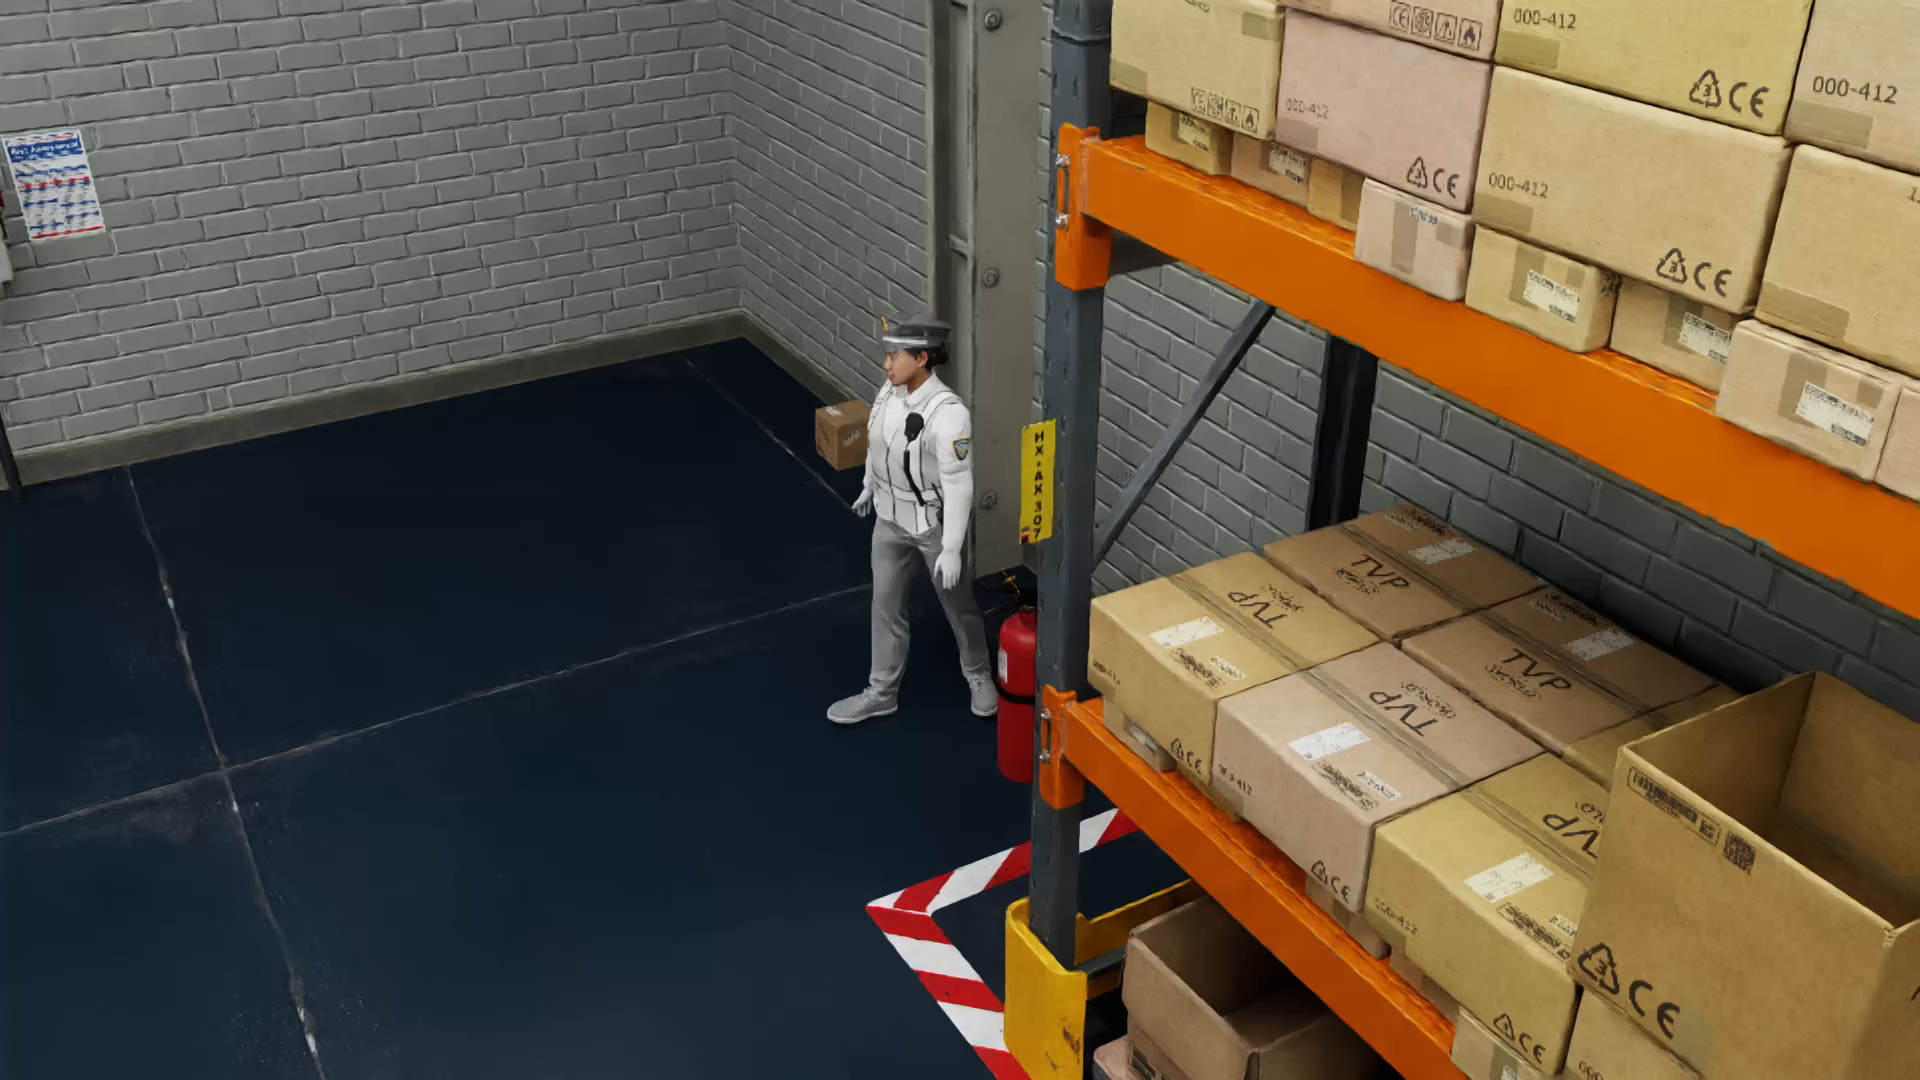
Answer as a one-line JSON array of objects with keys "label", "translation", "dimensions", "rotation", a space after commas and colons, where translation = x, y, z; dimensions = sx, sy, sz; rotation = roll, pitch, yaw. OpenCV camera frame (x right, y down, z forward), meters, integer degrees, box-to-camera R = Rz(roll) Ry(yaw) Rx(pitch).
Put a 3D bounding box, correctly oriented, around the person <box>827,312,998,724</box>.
[{"label": "person", "translation": [-0.204, -0.079, 6.235], "dimensions": [0.640, 1.663, 0.666], "rotation": [-26, 38, -38]}]
